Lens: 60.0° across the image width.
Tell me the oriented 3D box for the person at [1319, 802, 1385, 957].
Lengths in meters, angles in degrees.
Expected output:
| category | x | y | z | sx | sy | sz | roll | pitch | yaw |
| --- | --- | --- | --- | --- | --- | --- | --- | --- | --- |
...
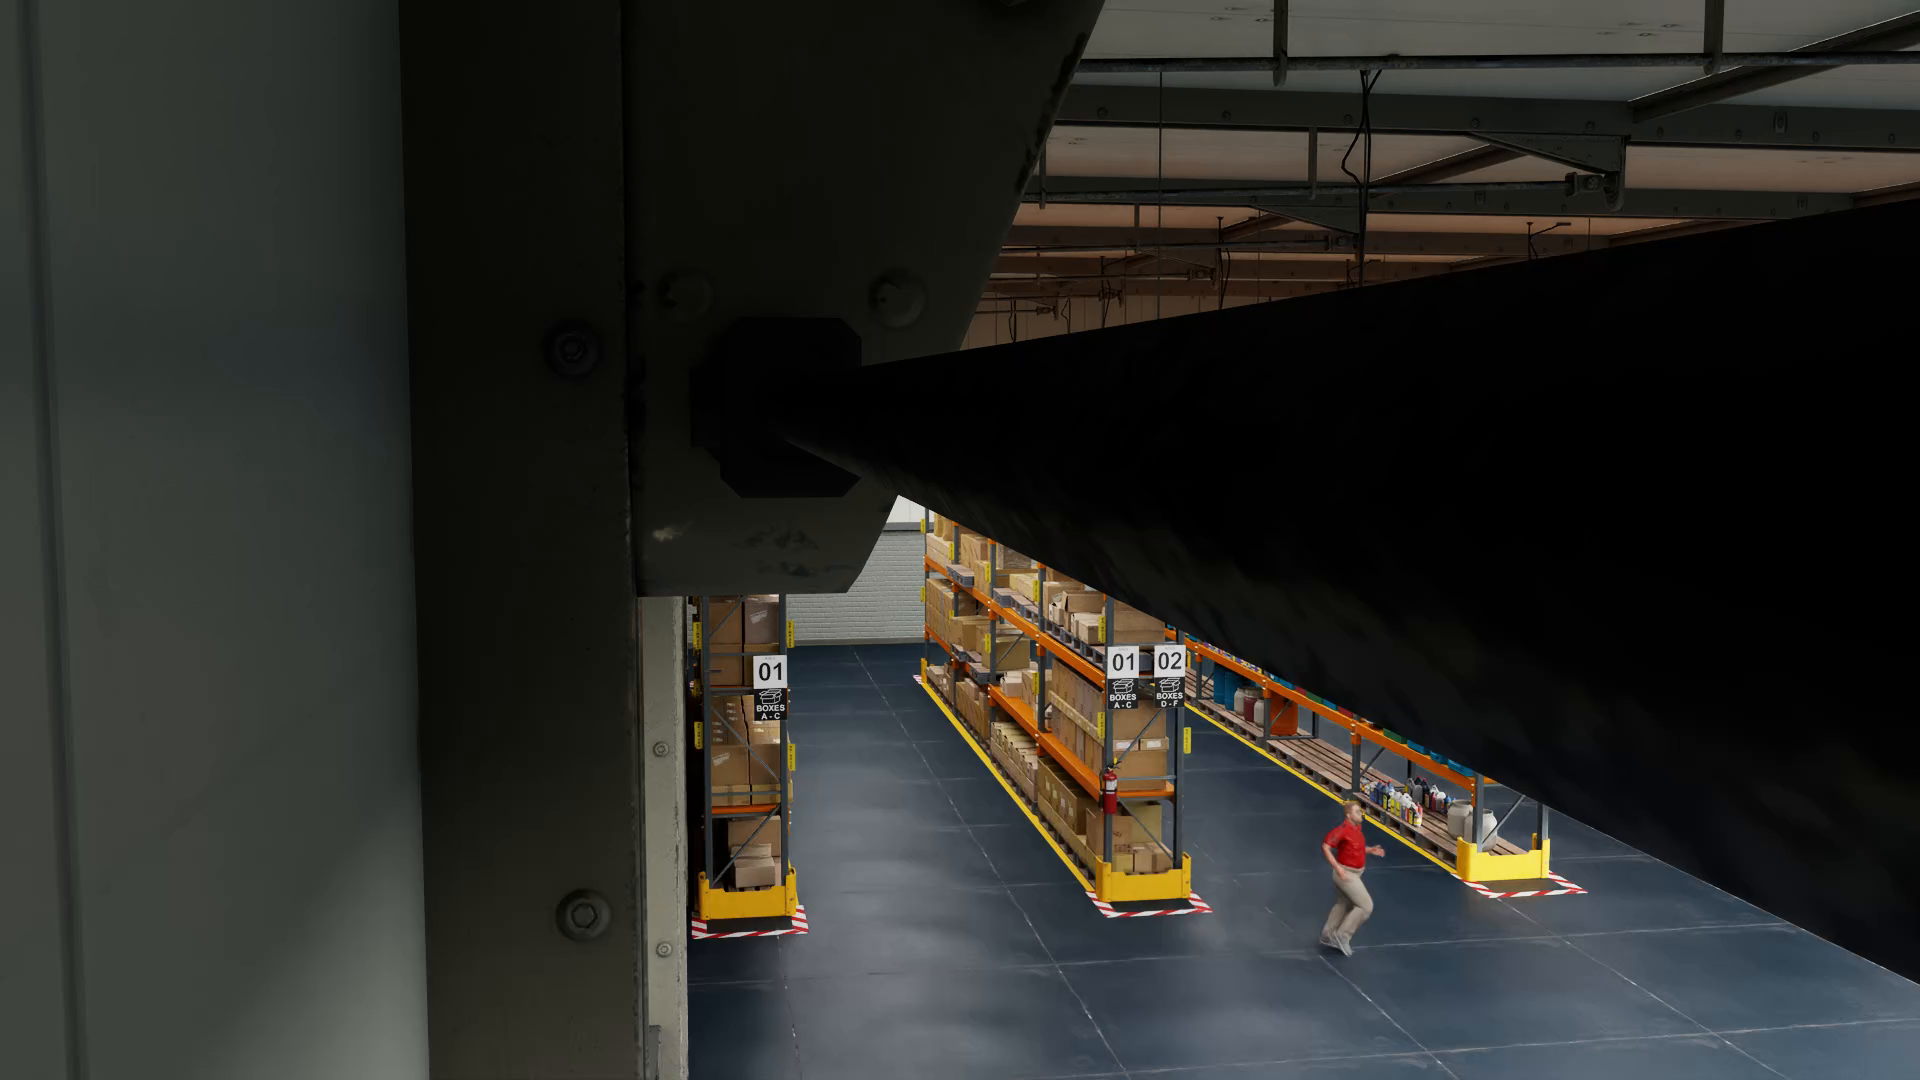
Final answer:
| category | x | y | z | sx | sy | sz | roll | pitch | yaw |
| --- | --- | --- | --- | --- | --- | --- | --- | --- | --- |
| person | 4.444 | 3.837 | 18.846 | 0.709 | 1.752 | 0.631 | 2 | 5 | 21 |
